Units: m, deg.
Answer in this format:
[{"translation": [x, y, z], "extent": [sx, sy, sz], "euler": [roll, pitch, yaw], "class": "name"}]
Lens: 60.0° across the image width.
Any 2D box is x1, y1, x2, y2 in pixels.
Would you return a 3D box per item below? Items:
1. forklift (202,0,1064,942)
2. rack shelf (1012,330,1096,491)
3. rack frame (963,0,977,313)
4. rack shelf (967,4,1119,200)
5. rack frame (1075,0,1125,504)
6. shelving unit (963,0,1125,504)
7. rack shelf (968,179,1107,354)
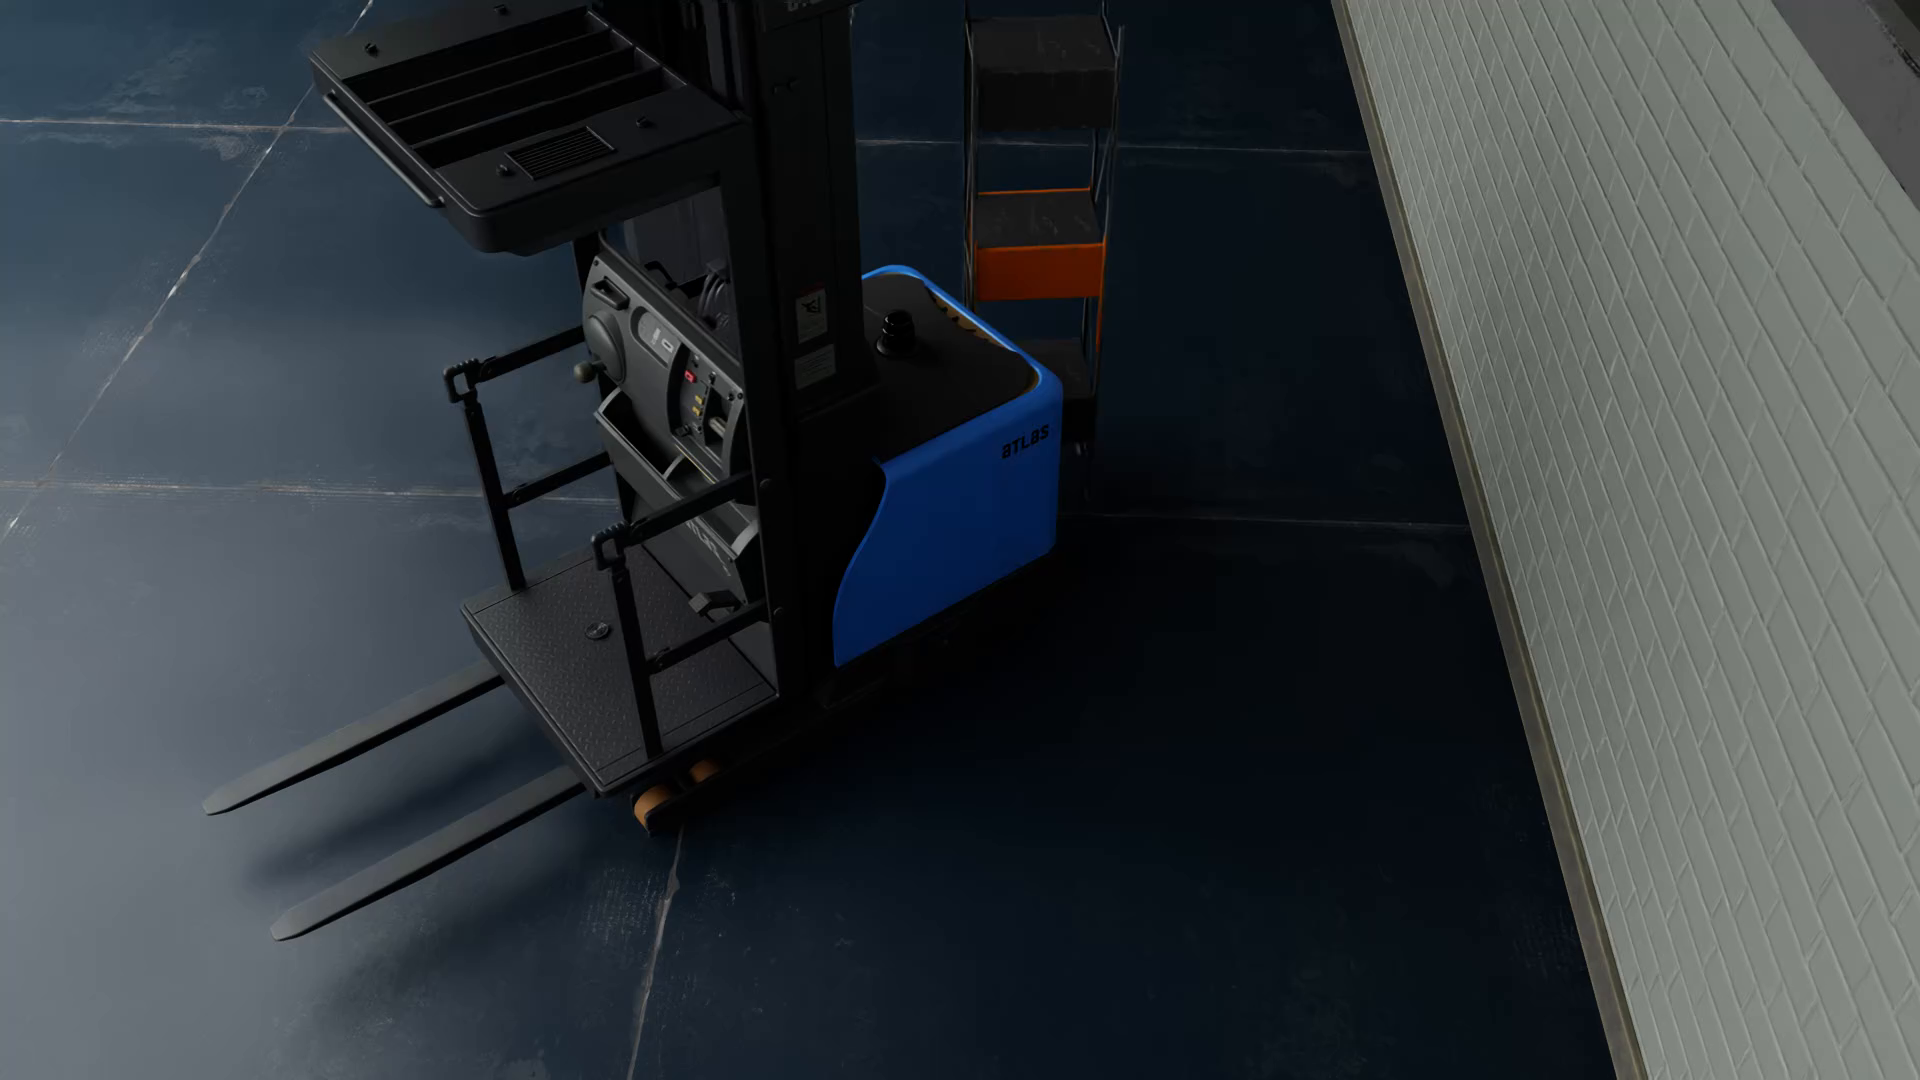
[{"translation": [-1.101, -0.486, 5.121], "extent": [3.031, 2.935, 1.130], "euler": [-28, 50, -26], "class": "forklift"}, {"translation": [0.278, -0.519, 6.814], "extent": [0.480, 0.518, 0.431], "euler": [-3, 43, -3], "class": "rack shelf"}, {"translation": [0.035, -1.029, 6.314], "extent": [0.015, 2.100, 0.400], "euler": [-3, 43, -3], "class": "rack frame"}, {"translation": [0.278, -1.544, 5.860], "extent": [0.480, 0.518, 0.431], "euler": [-3, 43, -3], "class": "rack shelf"}, {"translation": [0.522, -1.054, 6.341], "extent": [0.015, 2.100, 0.400], "euler": [-3, 43, -3], "class": "rack frame"}, {"translation": [0.278, -1.041, 6.327], "extent": [0.503, 2.100, 0.431], "euler": [-3, 43, -3], "class": "shelving unit"}, {"translation": [0.278, -1.031, 6.337], "extent": [0.480, 0.518, 0.431], "euler": [-3, 43, -3], "class": "rack shelf"}]
